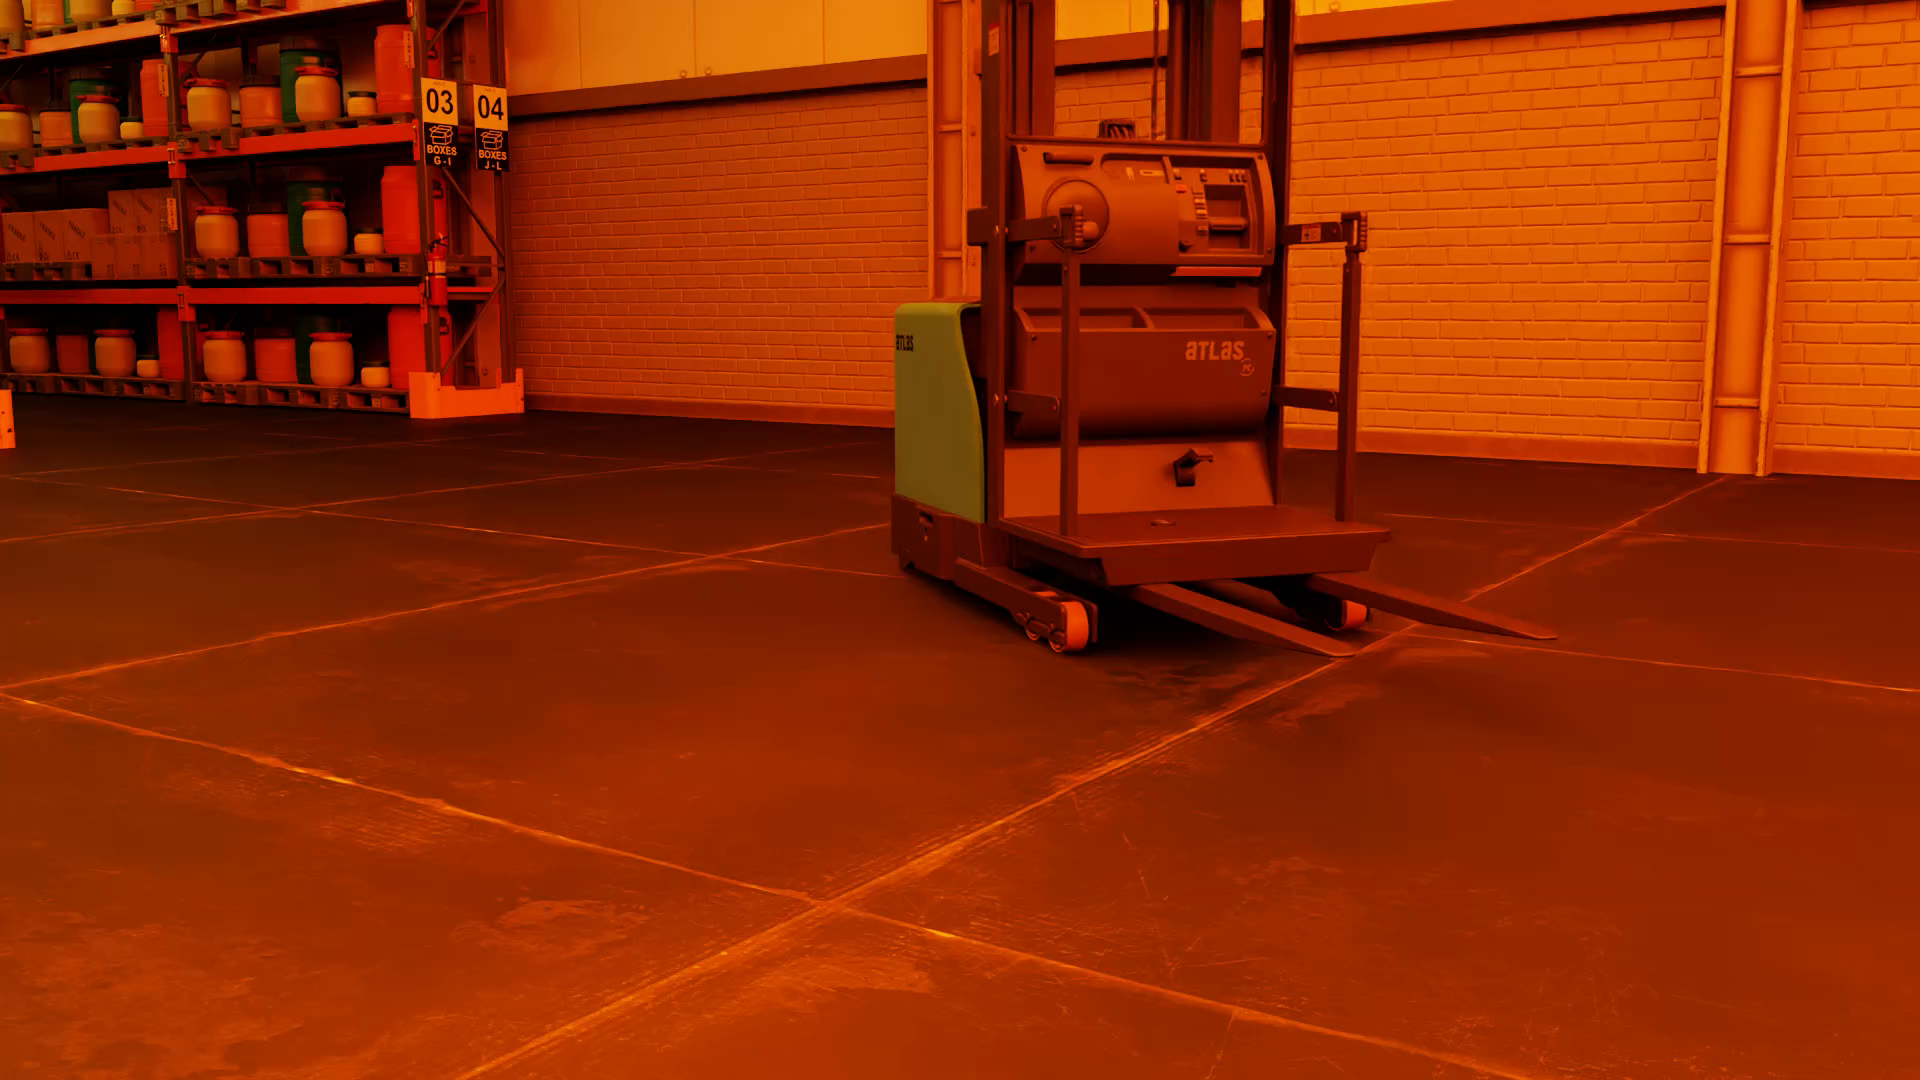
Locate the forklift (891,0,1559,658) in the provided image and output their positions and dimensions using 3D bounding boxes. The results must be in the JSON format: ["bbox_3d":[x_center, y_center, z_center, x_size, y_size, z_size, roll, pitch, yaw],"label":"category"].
[{"bbox_3d":[0.706,-1.166,5.389,1.130,2.935,3.031,-3,9,-20],"label":"forklift"}]
